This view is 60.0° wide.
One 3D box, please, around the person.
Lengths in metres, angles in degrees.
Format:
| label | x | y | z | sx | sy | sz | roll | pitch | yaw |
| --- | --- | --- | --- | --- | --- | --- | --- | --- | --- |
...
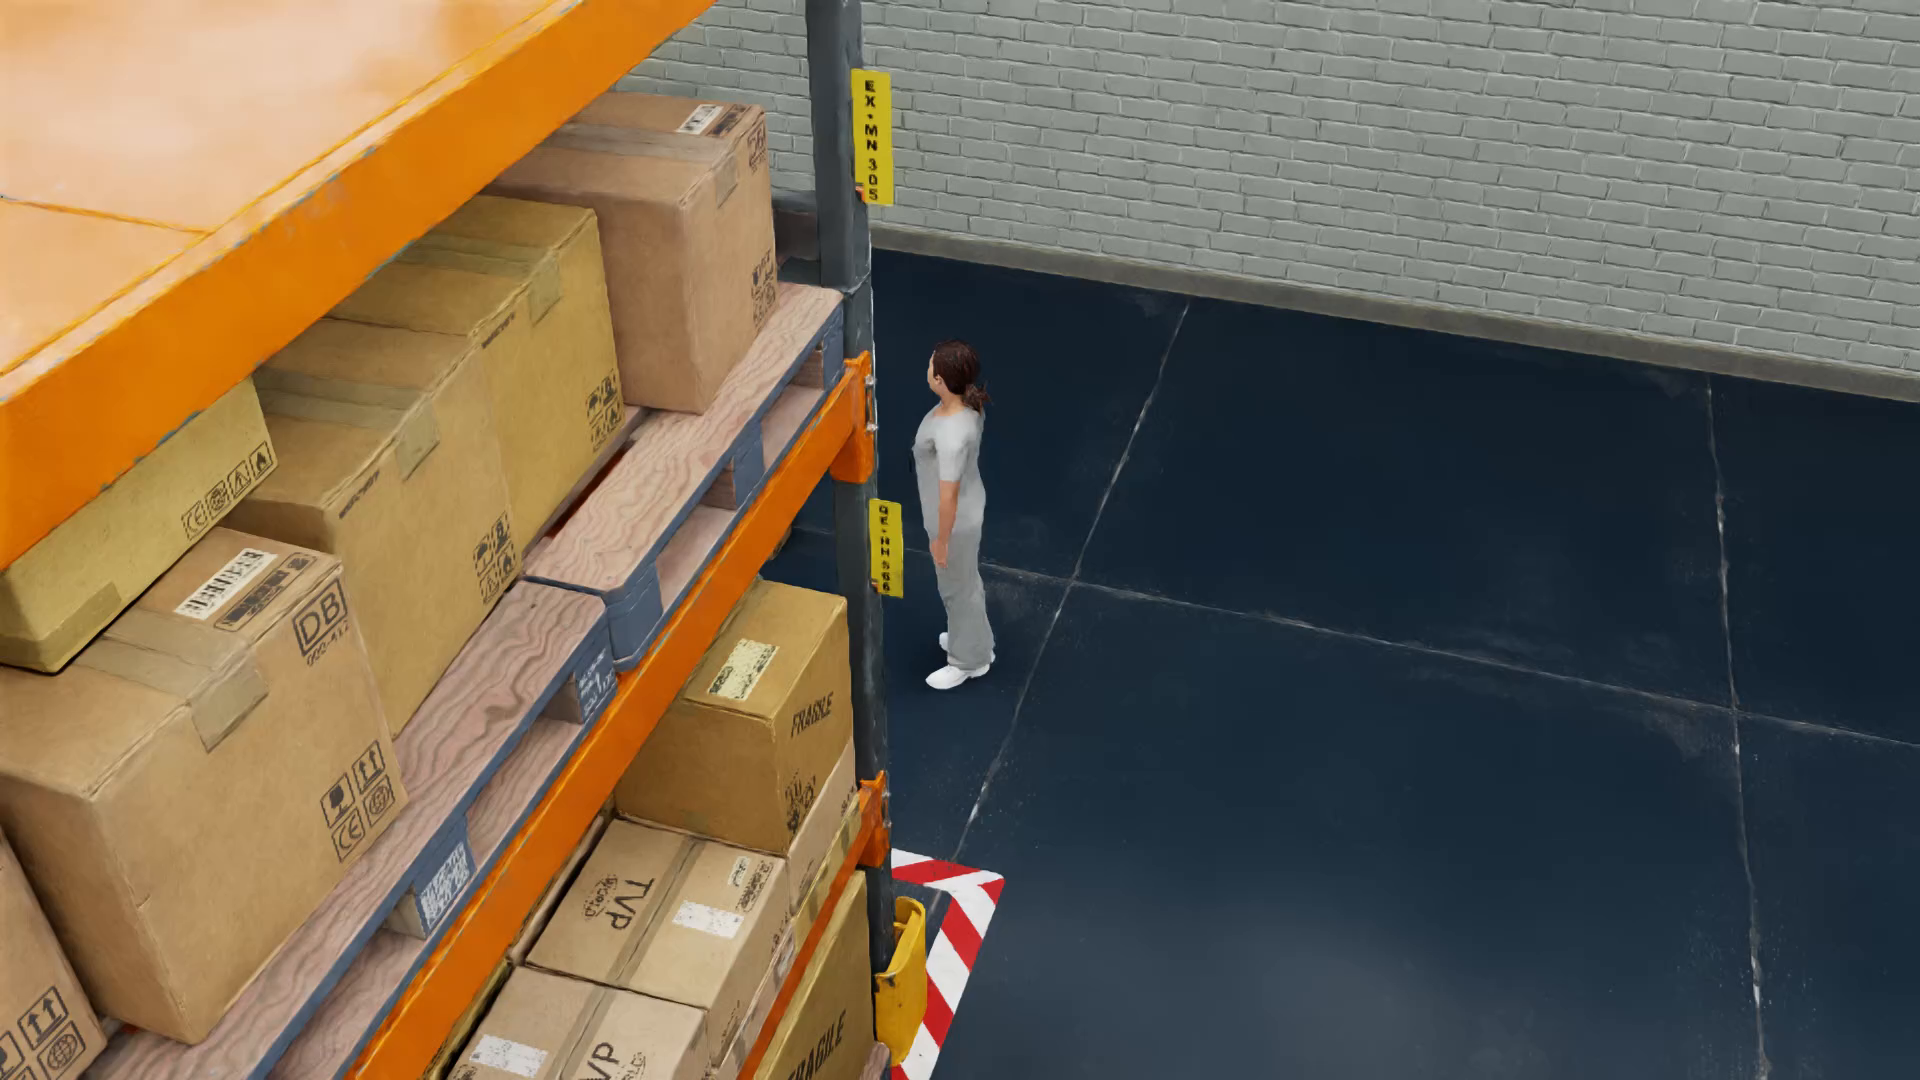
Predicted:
| label | x | y | z | sx | sy | sz | roll | pitch | yaw |
| --- | --- | --- | --- | --- | --- | --- | --- | --- | --- |
| person | -0.022 | -0.102 | 7.012 | 0.360 | 1.679 | 0.476 | 4 | 37 | 6 |
